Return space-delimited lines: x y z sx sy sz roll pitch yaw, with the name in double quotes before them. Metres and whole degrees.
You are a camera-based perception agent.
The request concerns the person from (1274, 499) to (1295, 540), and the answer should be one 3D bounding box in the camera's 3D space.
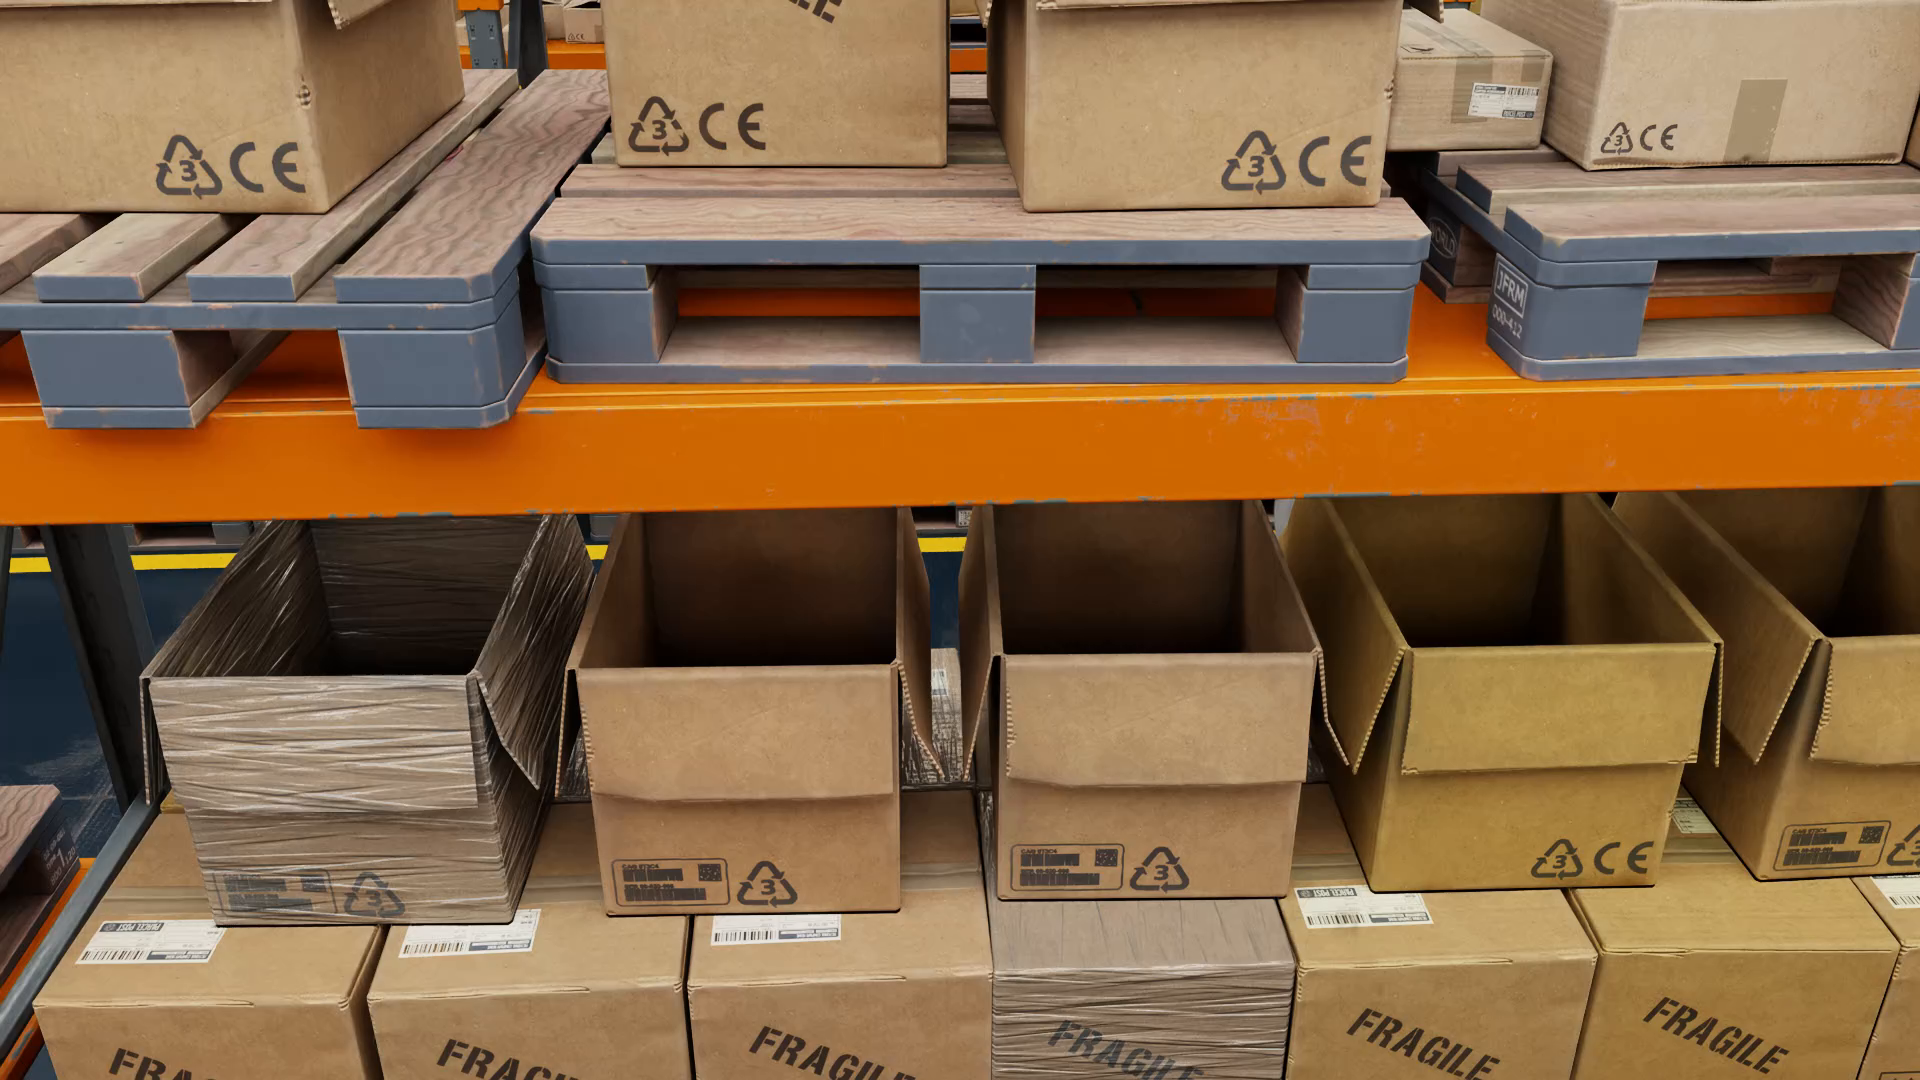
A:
"person" 1.308 0.066 5.997 0.361 1.672 0.494 -2 28 -5
